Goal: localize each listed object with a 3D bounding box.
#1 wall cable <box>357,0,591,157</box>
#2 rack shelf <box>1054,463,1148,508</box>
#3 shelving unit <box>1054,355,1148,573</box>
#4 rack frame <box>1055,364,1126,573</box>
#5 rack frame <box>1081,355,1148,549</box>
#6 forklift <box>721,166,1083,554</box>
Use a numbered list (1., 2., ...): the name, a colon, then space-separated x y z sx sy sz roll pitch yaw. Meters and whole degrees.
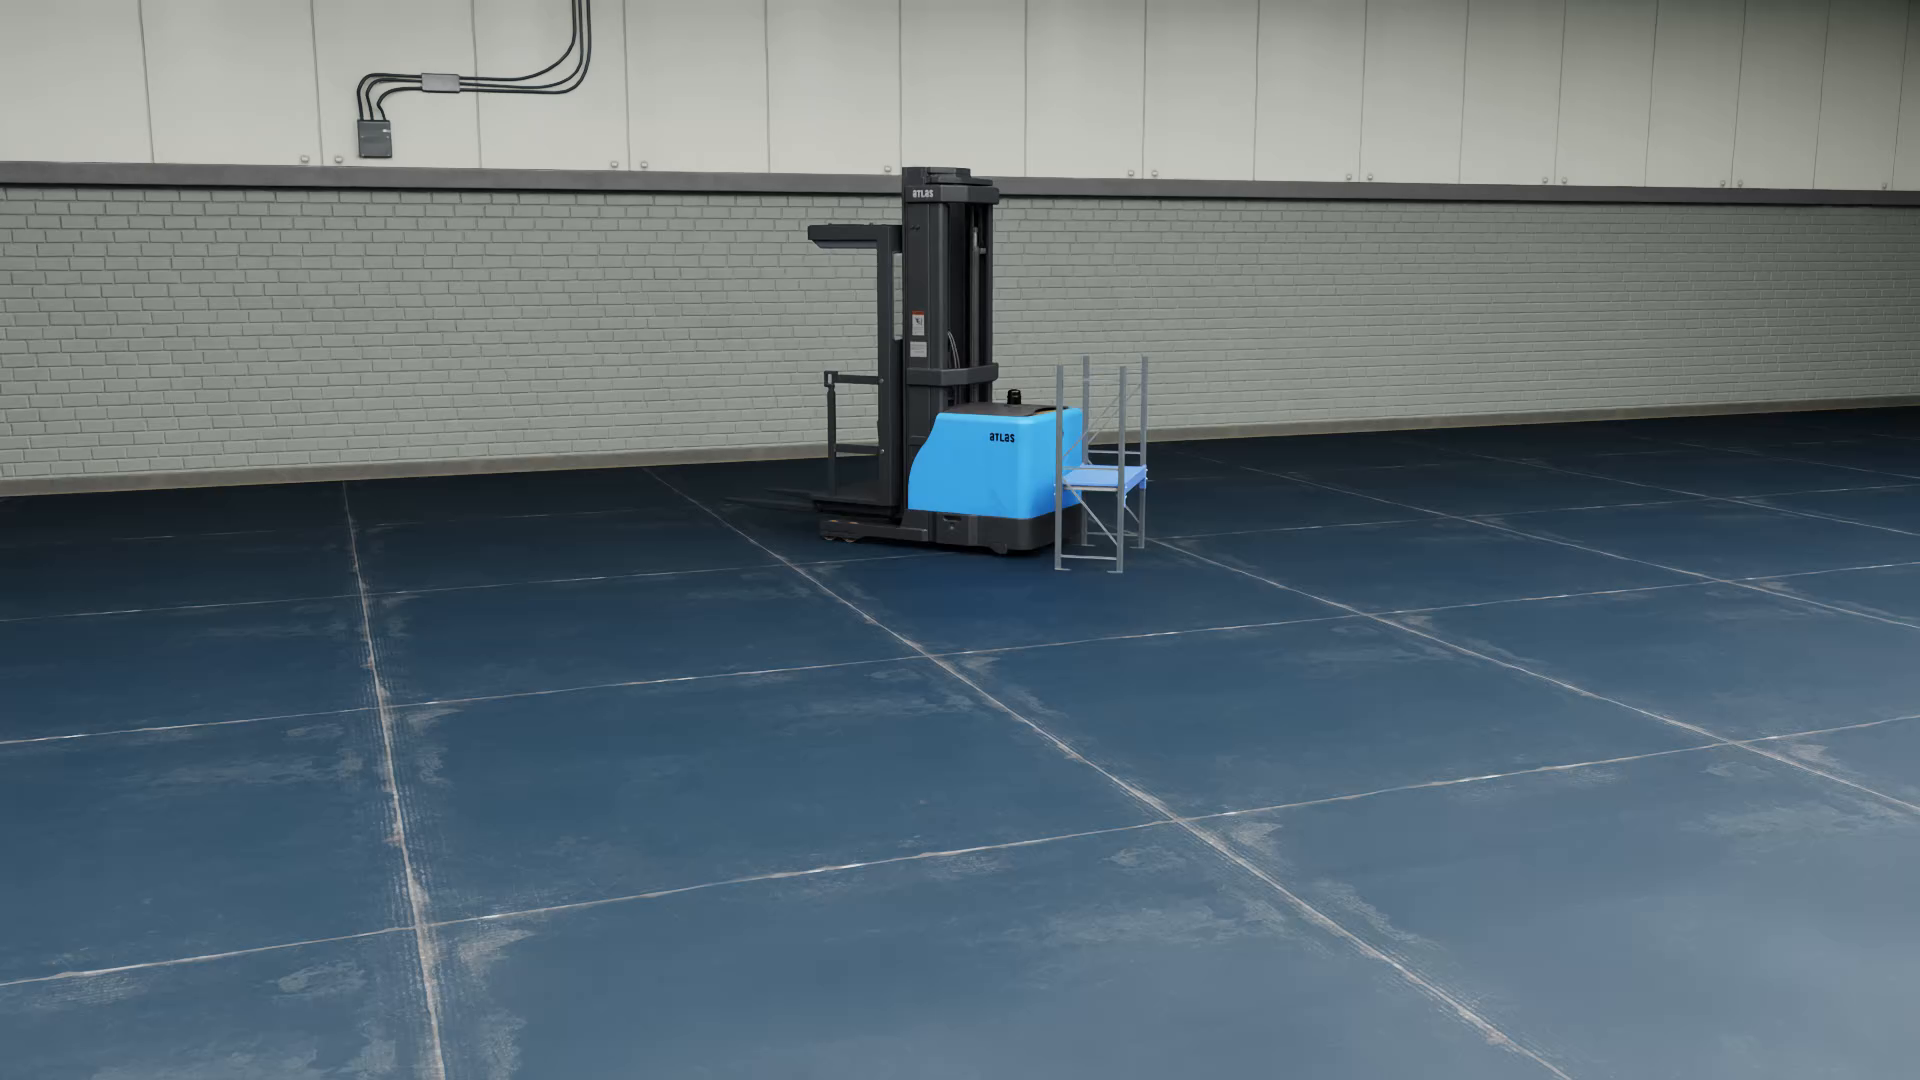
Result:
1. wall cable: -4.821 -6.795 16.212 2.305 6.003 0.169 -4 11 -21
2. rack shelf: 1.070 -0.419 12.520 0.538 0.185 1.000 3 10 15
3. shelving unit: 1.070 -0.596 12.488 0.538 1.500 1.048 3 10 15
4. rack frame: 0.939 -0.510 12.005 0.500 1.500 0.032 3 10 15
5. rack frame: 1.202 -0.682 12.972 0.500 1.500 0.032 3 10 15
6. forklift: -0.549 -1.497 13.468 3.031 2.935 1.130 6 12 29
